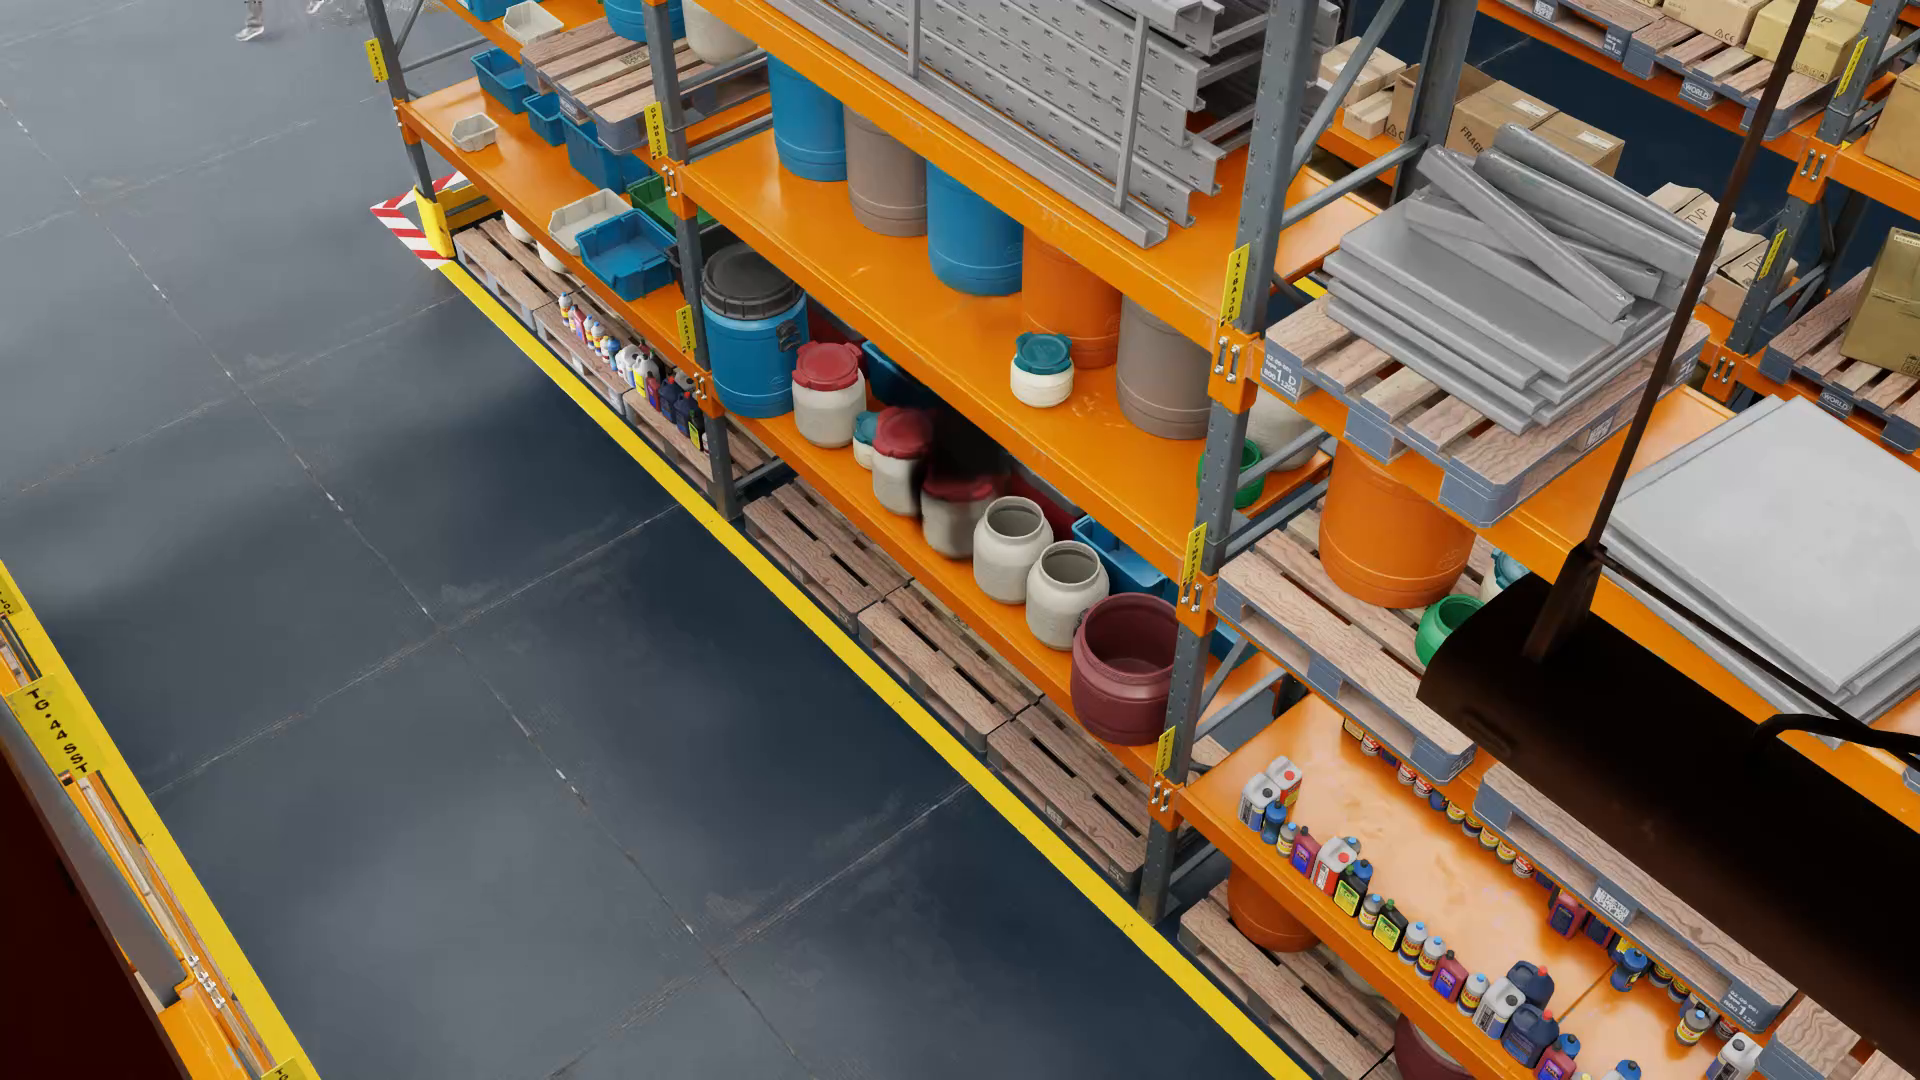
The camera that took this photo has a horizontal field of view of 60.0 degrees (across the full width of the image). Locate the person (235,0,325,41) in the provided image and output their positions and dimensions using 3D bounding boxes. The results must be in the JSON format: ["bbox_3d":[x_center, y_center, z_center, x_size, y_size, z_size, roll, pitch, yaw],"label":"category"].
[{"bbox_3d":[-6.266,-5.275,14.893,0.900,1.591,0.554,-10,47,-9],"label":"person"}]
